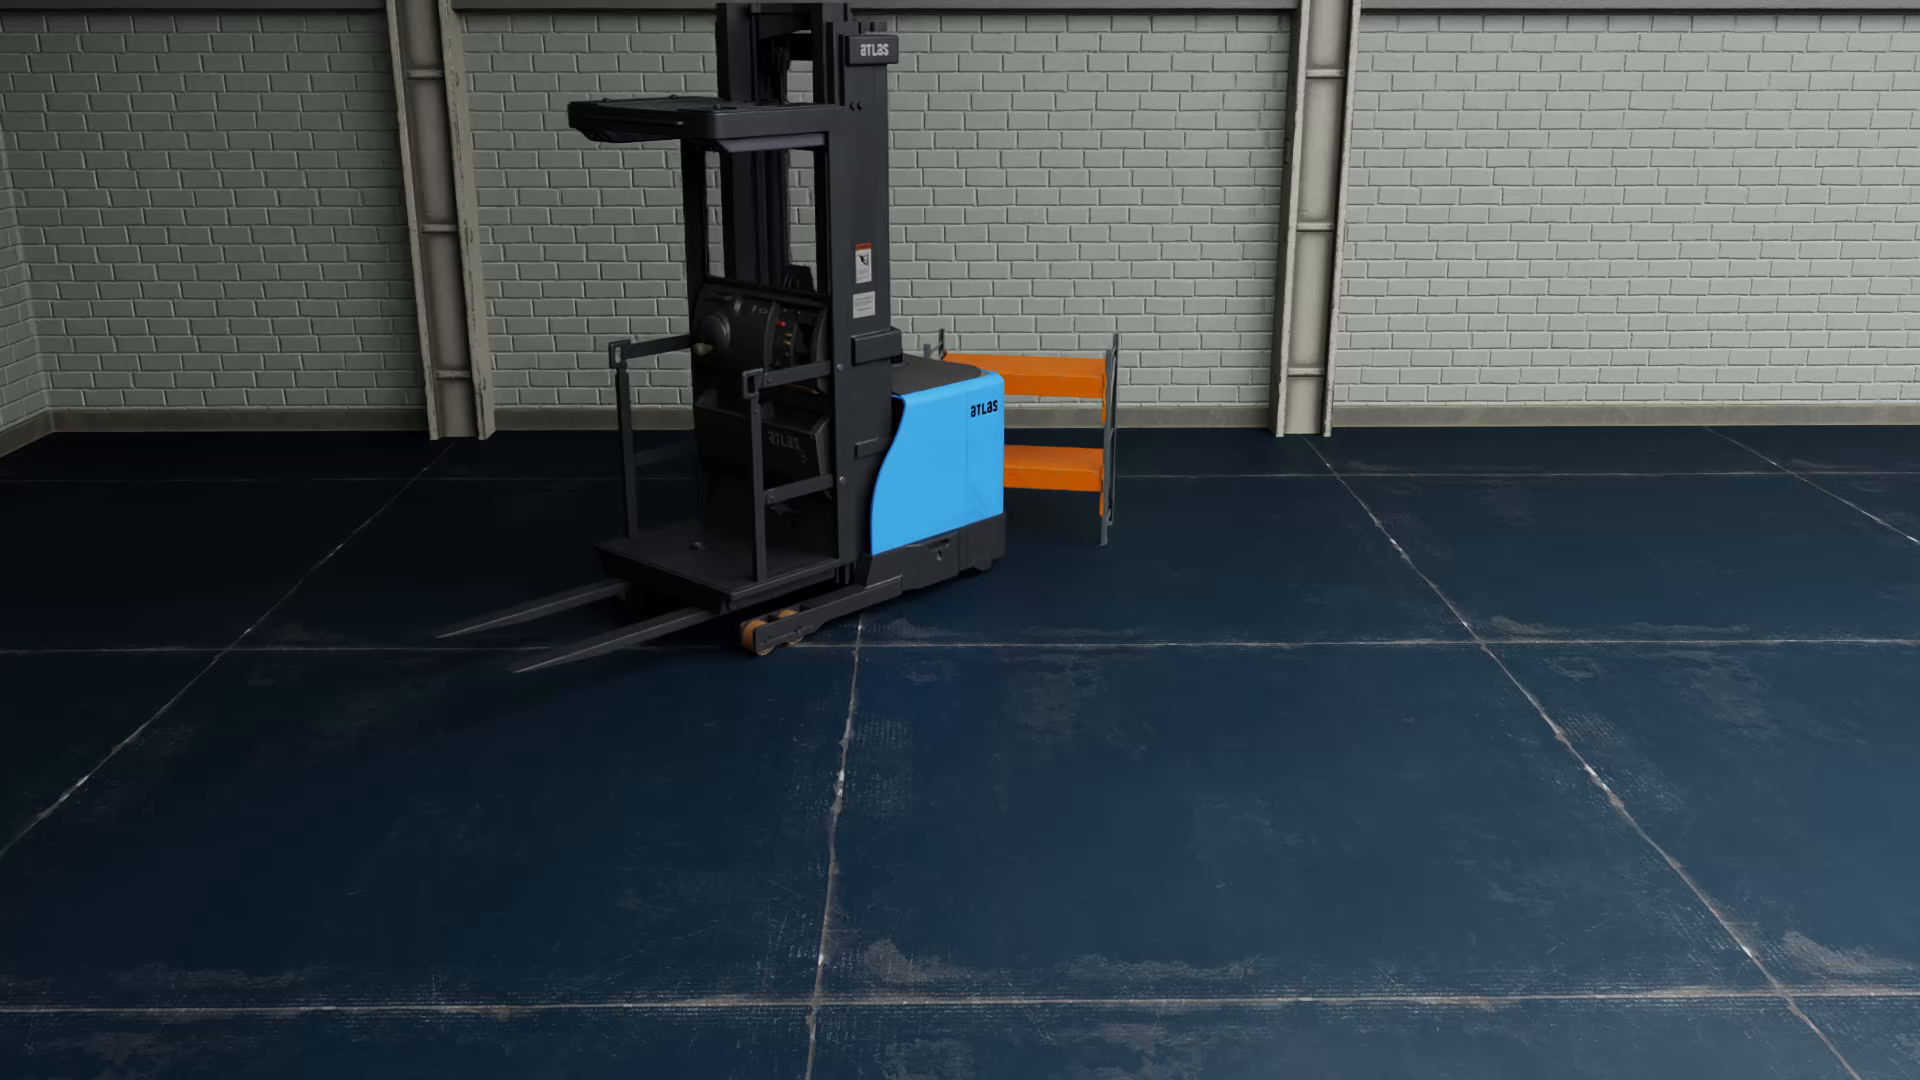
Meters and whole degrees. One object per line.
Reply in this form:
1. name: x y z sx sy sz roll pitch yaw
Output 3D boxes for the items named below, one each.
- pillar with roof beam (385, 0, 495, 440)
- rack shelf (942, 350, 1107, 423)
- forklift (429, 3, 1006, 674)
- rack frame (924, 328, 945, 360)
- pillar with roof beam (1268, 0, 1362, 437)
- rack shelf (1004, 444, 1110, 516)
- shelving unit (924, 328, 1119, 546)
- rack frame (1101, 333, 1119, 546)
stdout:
1. pillar with roof beam: -3.488 -3.726 6.429 0.400 9.000 9.100 0 18 -1
2. rack shelf: 0.356 -0.883 9.500 1.000 0.278 0.538 3 18 9
3. forklift: -1.119 -1.027 7.949 1.130 2.935 3.031 16 24 40
4. rack frame: -0.145 -0.630 9.671 0.032 1.125 0.500 3 18 9
5. pillar with roof beam: 2.511 -3.755 6.520 0.400 9.000 9.100 0 18 -1
6. rack shelf: 0.356 -0.371 9.664 1.000 0.278 0.538 3 18 9
7. shelving unit: 0.356 -0.604 9.590 1.048 1.125 0.538 3 18 9
8. rack frame: 0.857 -0.578 9.508 0.032 1.125 0.500 3 18 9
